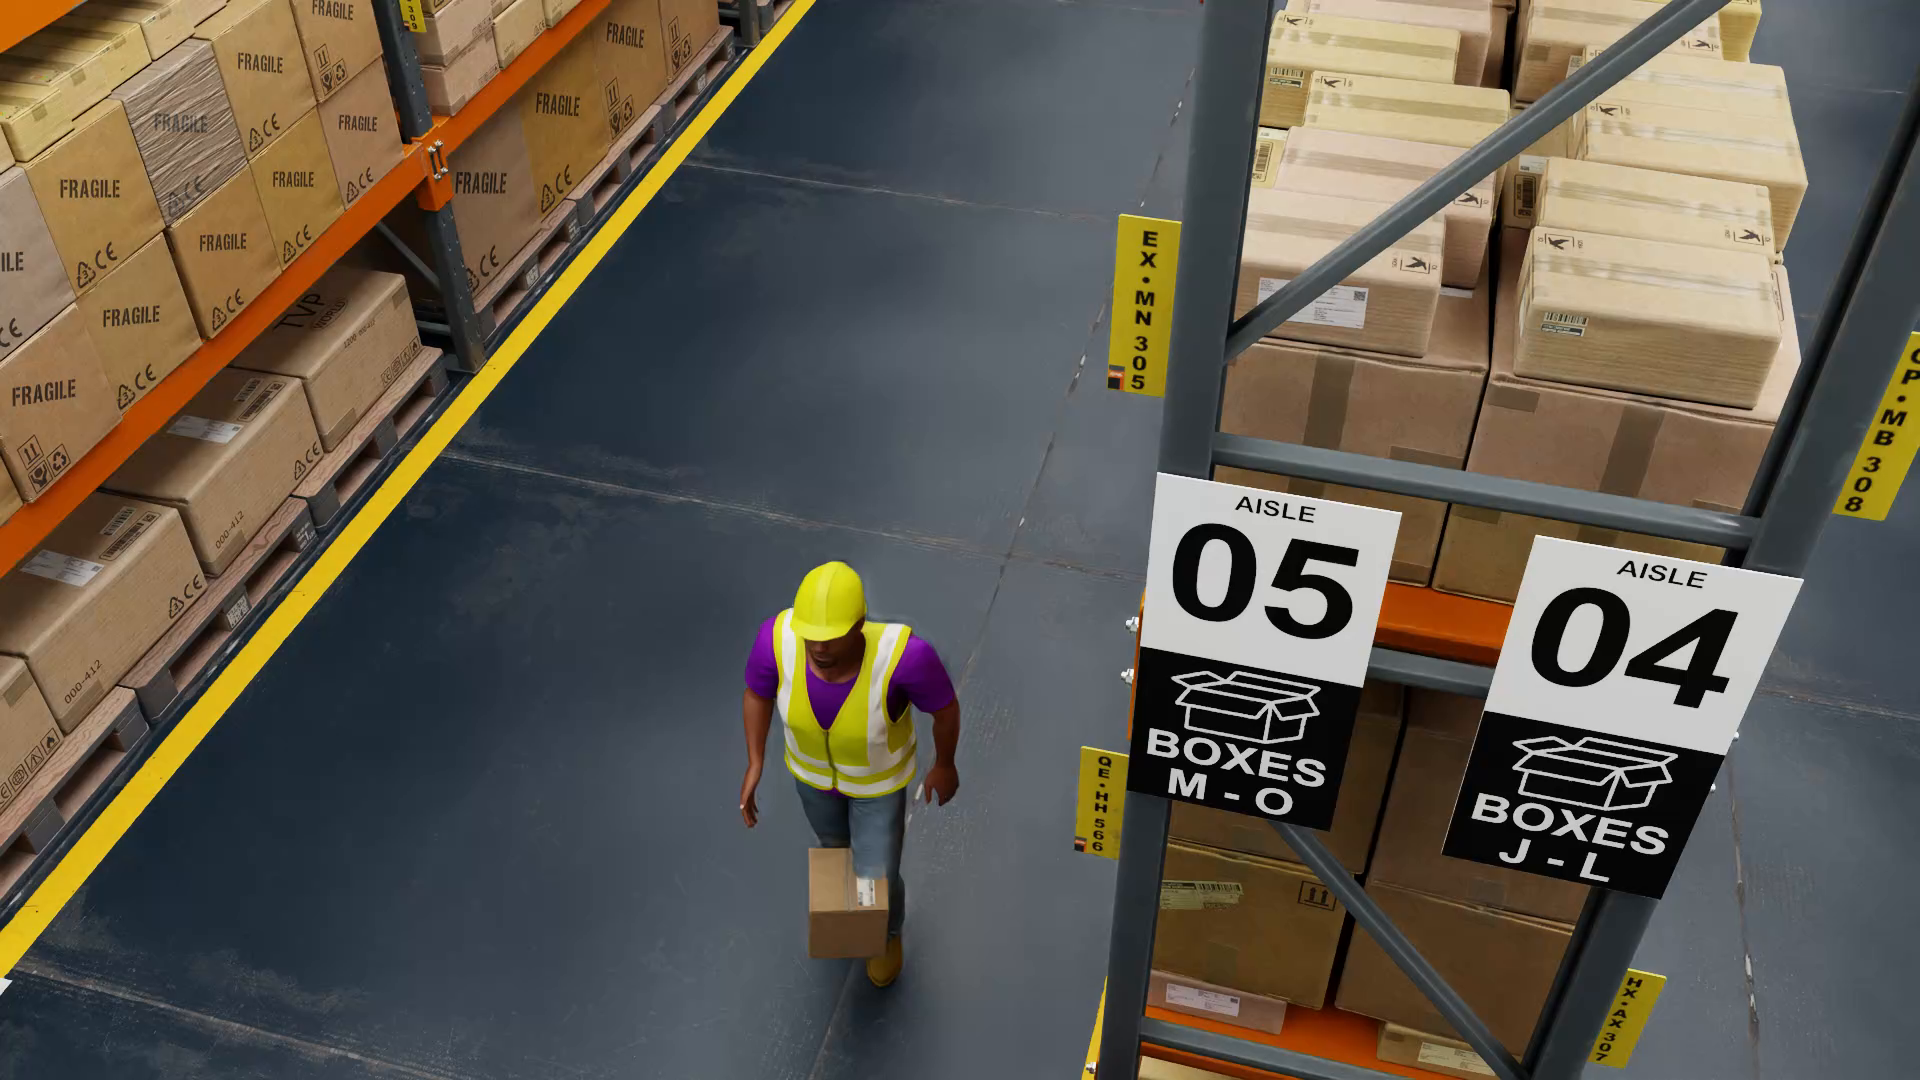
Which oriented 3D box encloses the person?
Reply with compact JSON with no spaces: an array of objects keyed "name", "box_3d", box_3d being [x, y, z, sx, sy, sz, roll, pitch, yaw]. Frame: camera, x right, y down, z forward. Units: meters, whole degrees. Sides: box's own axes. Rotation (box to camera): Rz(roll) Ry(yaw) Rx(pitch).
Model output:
[{"name":"person","box_3d":[-0.353,0.737,5.301,0.680,1.745,0.590,11,42,12]}]
